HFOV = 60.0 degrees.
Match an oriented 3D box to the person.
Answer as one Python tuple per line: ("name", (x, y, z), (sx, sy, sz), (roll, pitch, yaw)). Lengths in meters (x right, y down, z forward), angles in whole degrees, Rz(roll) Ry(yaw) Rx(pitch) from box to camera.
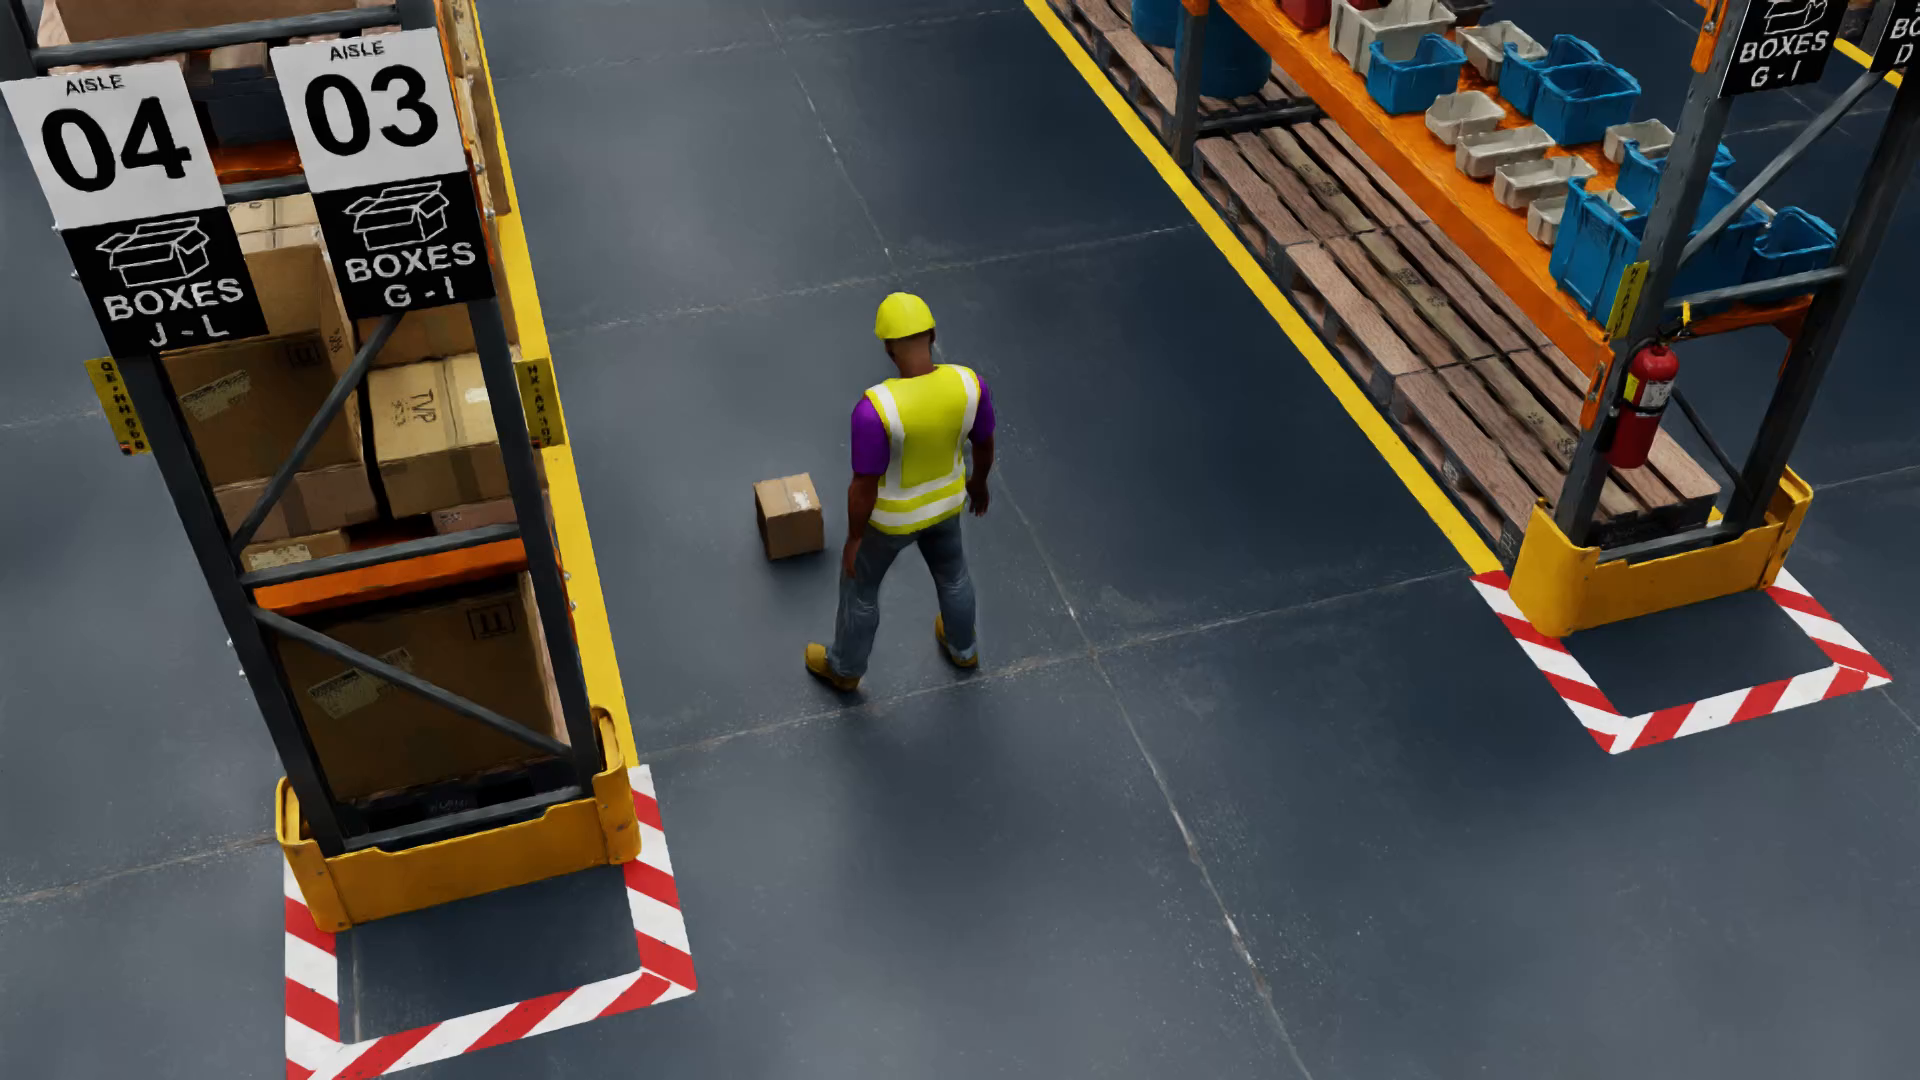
("person", (-0.243, -0.162, 6.293), (0.719, 1.759, 0.465), (-22, 47, -23))
